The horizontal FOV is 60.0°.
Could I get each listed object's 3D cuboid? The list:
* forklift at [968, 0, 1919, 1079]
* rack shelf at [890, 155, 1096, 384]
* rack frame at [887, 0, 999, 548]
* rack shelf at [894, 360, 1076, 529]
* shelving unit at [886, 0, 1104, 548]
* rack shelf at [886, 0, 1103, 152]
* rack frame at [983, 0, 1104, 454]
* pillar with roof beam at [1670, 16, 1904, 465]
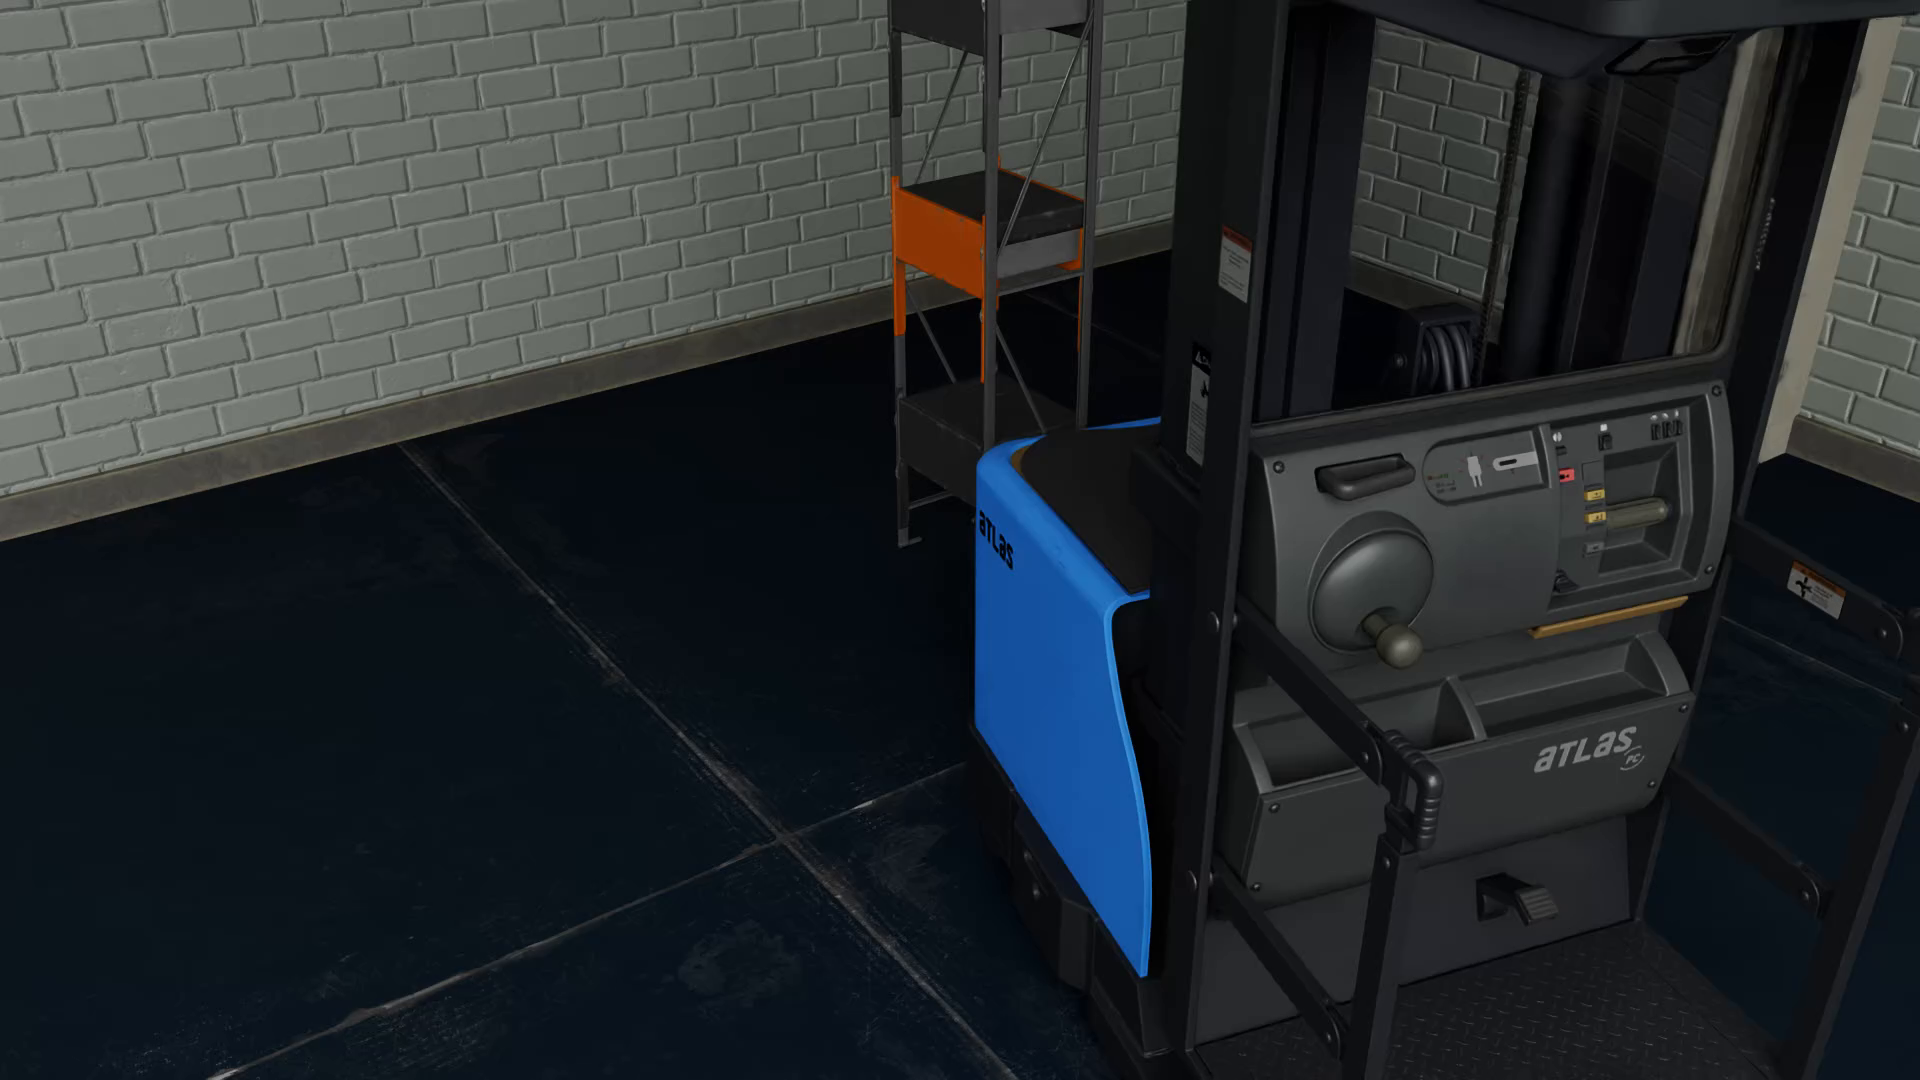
[{"bbox_3d":[1.009,0.008,2.664,1.130,2.935,3.031,-10,30,-18],"label":"forklift"},{"bbox_3d":[0.096,-0.846,5.137,0.431,0.518,0.480,-19,34,-31],"label":"rack shelf"},{"bbox_3d":[-0.046,-0.953,5.305,0.400,2.100,0.015,-19,34,-31],"label":"rack frame"},{"bbox_3d":[0.096,-0.231,5.471,0.431,0.518,0.480,-19,34,-31],"label":"rack shelf"},{"bbox_3d":[0.096,-0.858,5.130,0.431,2.100,0.503,-19,34,-31],"label":"shelving unit"},{"bbox_3d":[0.096,-1.462,4.803,0.431,0.518,0.480,-19,34,-31],"label":"rack shelf"},{"bbox_3d":[0.238,-0.763,4.956,0.400,2.100,0.015,-19,34,-31],"label":"rack frame"},{"bbox_3d":[-0.559,-3.143,2.108,9.100,9.000,0.400,-19,34,-31],"label":"pillar with roof beam"}]
